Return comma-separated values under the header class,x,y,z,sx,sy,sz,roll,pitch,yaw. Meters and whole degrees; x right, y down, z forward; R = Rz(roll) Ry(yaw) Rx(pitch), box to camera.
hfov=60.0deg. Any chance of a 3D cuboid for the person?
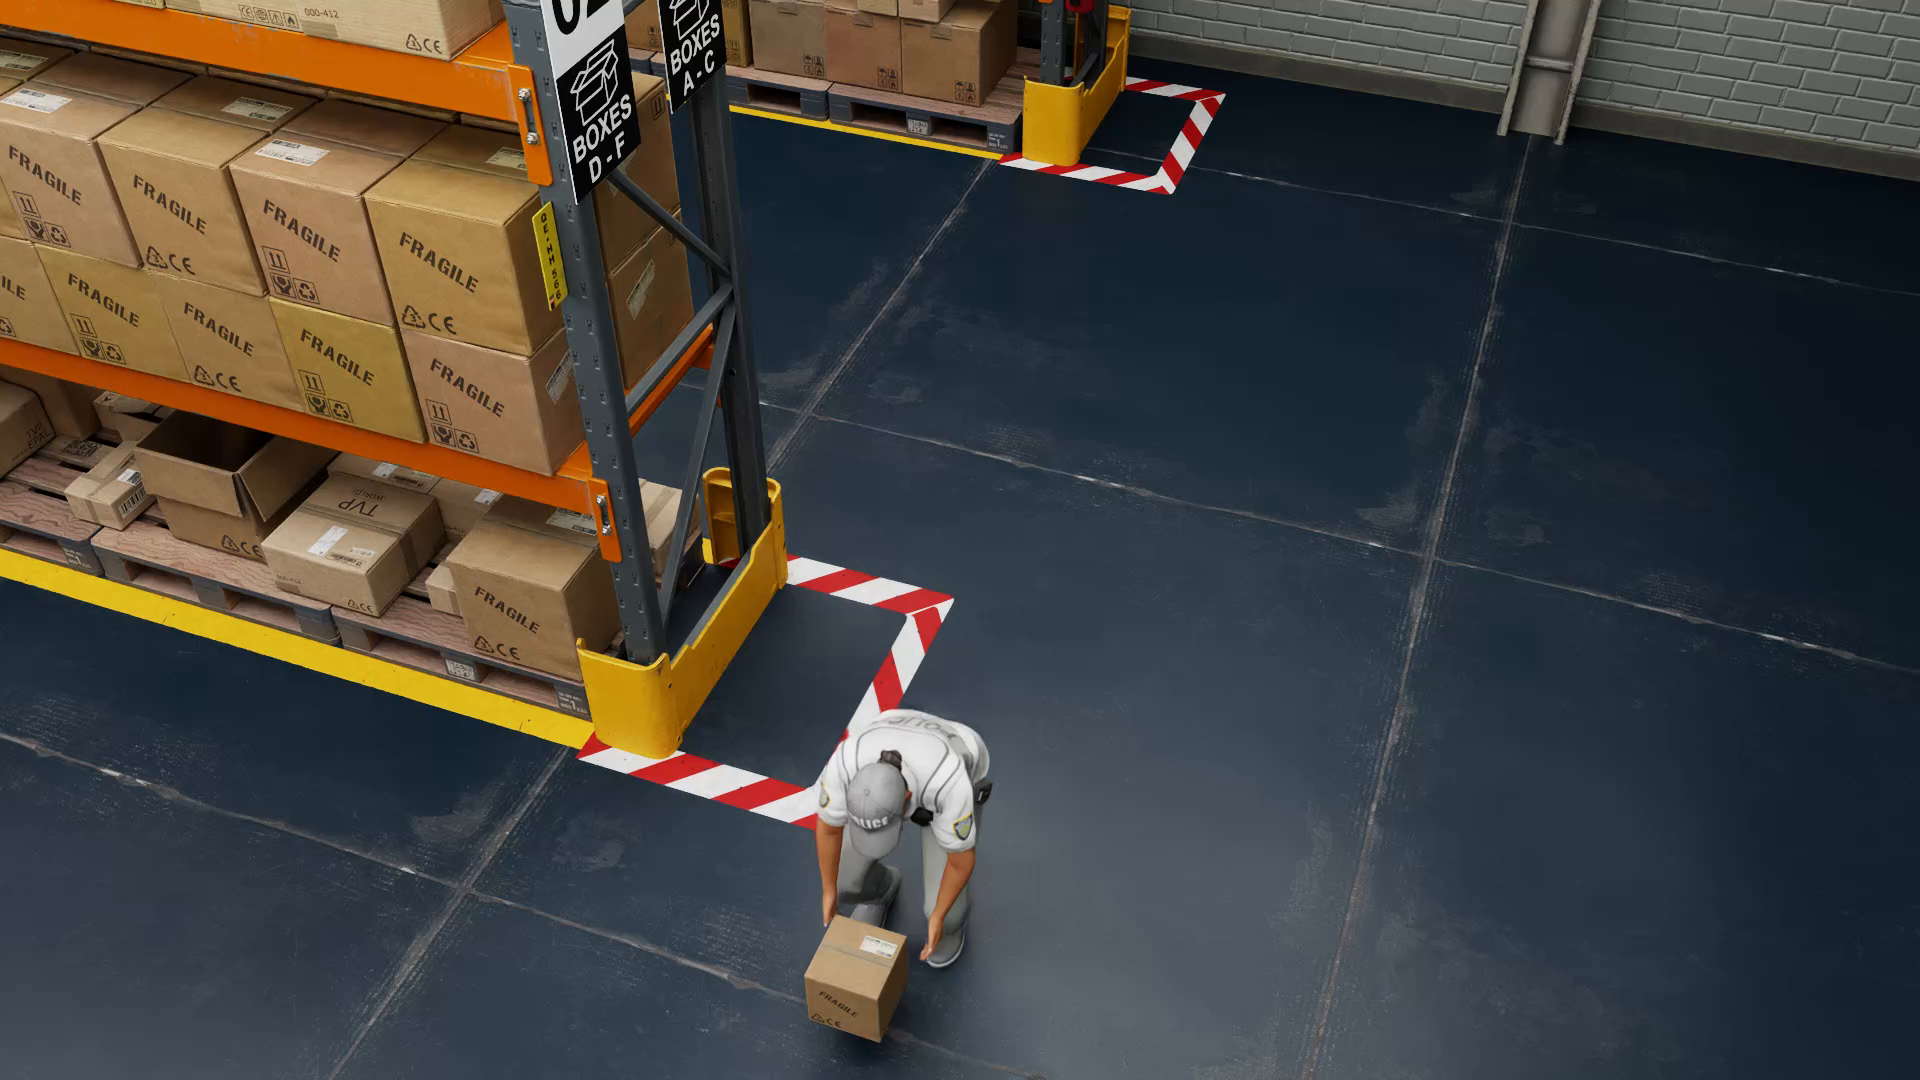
class,x,y,z,sx,sy,sz,roll,pitch,yaw
person,-0.164,0.958,5.431,0.541,1.212,0.803,14,44,15
